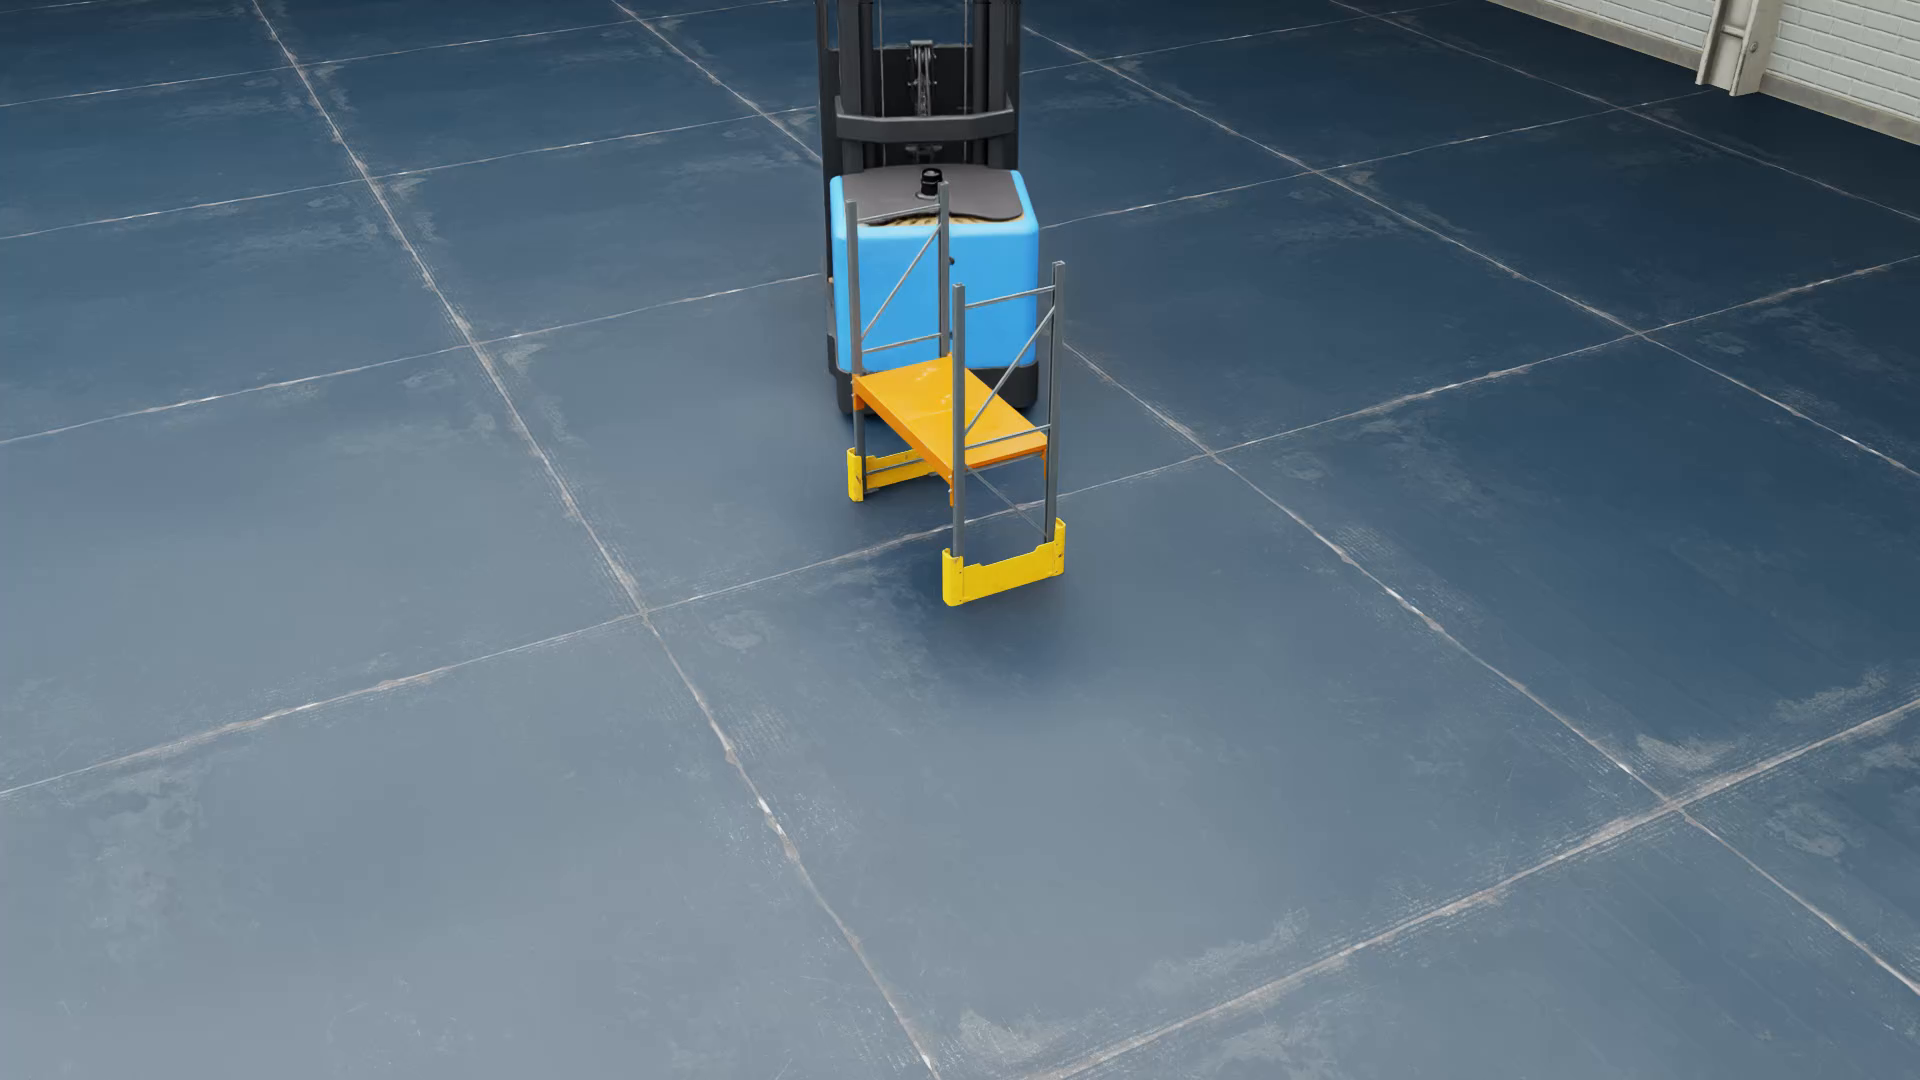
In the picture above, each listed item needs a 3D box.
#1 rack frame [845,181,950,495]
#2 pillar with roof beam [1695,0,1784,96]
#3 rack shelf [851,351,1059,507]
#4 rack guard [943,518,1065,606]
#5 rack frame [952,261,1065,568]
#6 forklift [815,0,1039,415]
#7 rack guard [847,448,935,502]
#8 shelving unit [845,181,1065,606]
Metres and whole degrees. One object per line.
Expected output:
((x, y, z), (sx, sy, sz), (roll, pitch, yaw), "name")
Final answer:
((-0.277, -0.915, 7.788), (0.500, 1.500, 0.032), (-16, 36, -23), "rack frame")
((2.418, -6.381, 9.368), (9.100, 9.000, 0.400), (-16, 36, -23), "pillar with roof beam")
((-0.040, -0.521, 7.506), (0.538, 0.185, 1.000), (-16, 36, -23), "rack shelf")
((0.197, 0.096, 7.368), (0.587, 0.250, 0.087), (-16, 36, -23), "rack guard")
((0.197, -0.430, 7.030), (0.500, 1.500, 0.032), (-16, 36, -23), "rack frame")
((-0.244, -2.656, 9.179), (1.130, 2.935, 3.031), (-3, 33, -4), "forklift")
((-0.268, -0.379, 8.110), (0.587, 0.250, 0.087), (-16, 36, -23), "rack guard")
((-0.036, -0.668, 7.402), (0.587, 1.500, 1.083), (-16, 36, -23), "shelving unit")
